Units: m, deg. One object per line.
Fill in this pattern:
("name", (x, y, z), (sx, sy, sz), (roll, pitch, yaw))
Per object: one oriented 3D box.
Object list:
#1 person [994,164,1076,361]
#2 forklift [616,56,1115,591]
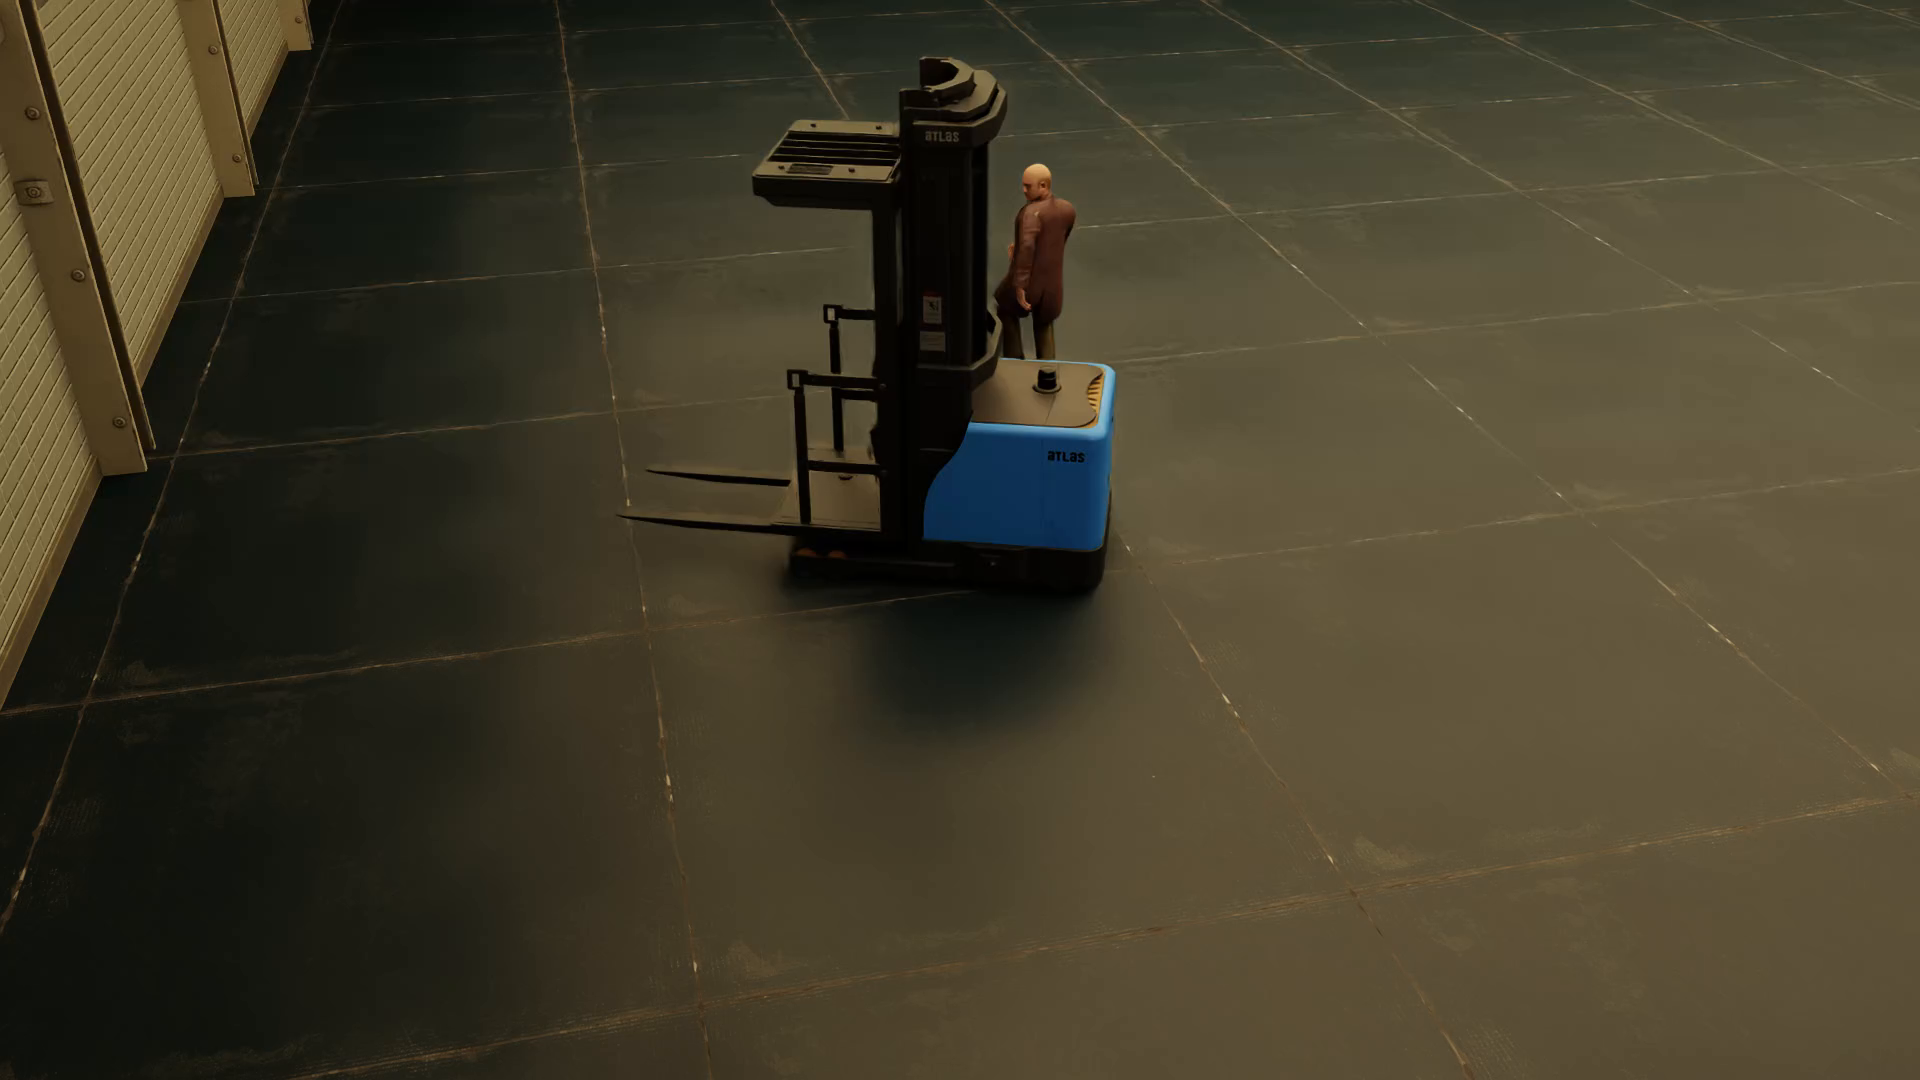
("person", (0.546, -1.833, 12.029), (0.689, 1.784, 0.825), (-13, 32, -21))
("forklift", (-0.593, -1.291, 9.805), (3.031, 2.935, 1.130), (4, 30, 7))
